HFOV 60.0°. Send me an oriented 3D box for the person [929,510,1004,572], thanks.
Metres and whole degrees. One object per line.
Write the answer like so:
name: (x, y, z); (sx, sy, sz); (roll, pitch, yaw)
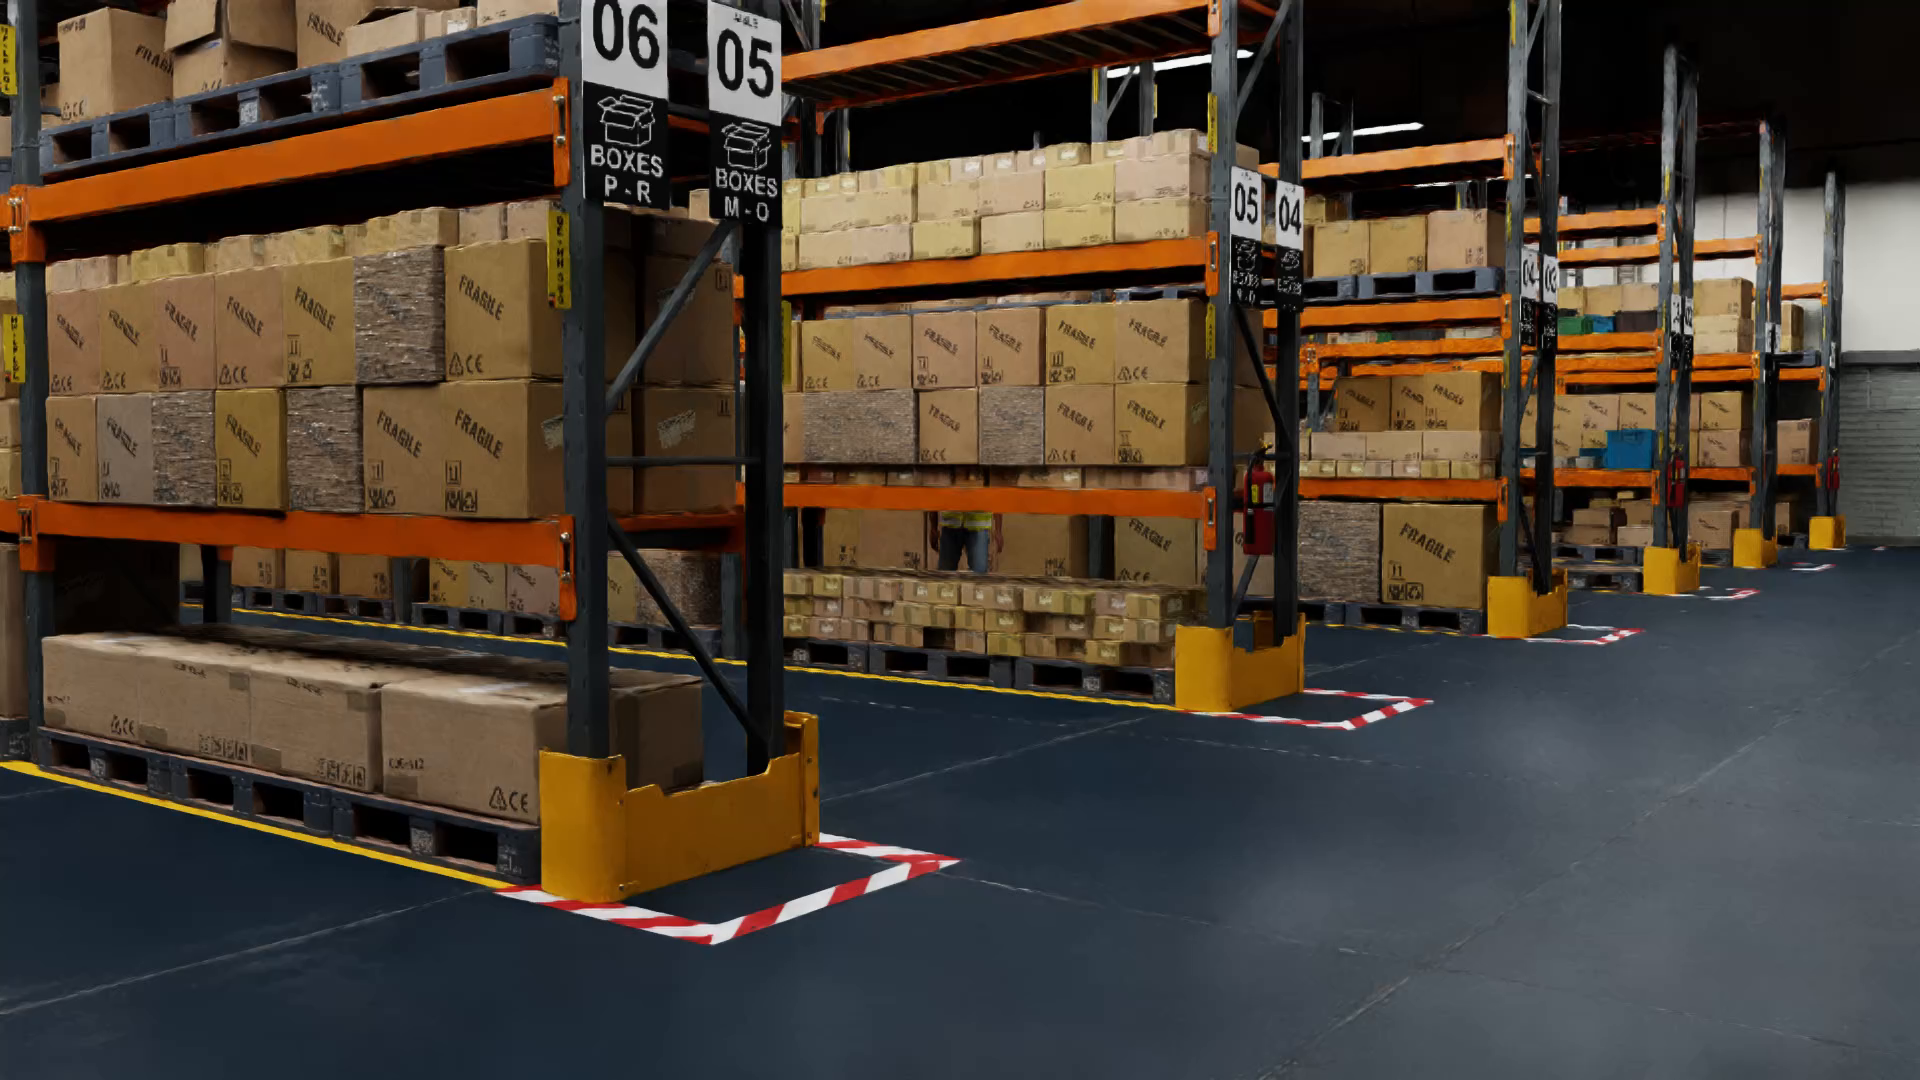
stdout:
person: (0.048, -0.080, 13.527); (0.635, 1.757, 0.520); (0, 3, 8)
